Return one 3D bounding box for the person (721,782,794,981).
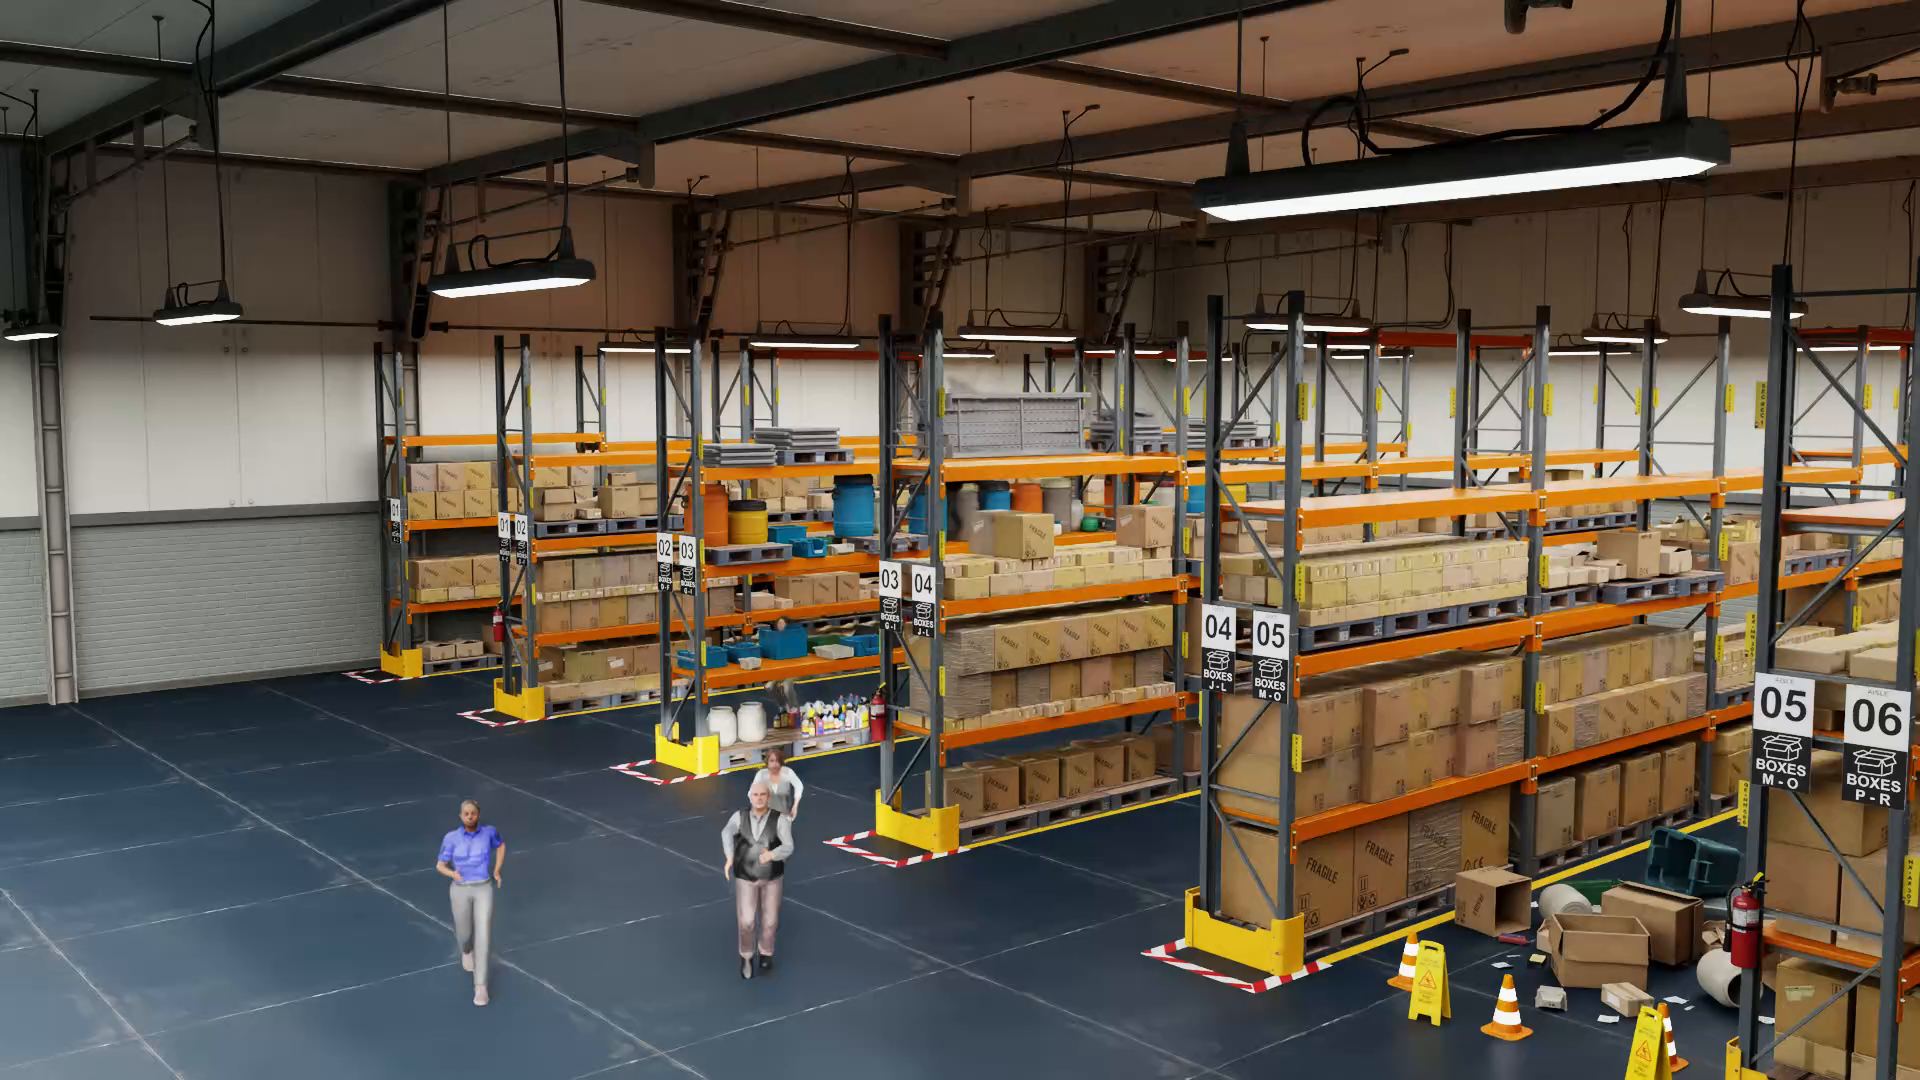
[{"bbox_3d":[-1.767,2.989,14.558,0.630,1.730,0.703,-1,5,-8],"label":"person"}]

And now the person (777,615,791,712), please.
[{"bbox_3d":[-2.763,1.982,25.898,0.536,1.621,0.702,3,6,33],"label":"person"}]

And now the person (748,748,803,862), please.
[{"bbox_3d":[-1.881,2.858,16.919,0.541,1.569,0.874,-1,5,-8],"label":"person"}]

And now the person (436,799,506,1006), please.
[{"bbox_3d":[-4.170,3.032,14.226,0.579,1.657,0.924,-2,5,-18],"label":"person"}]
